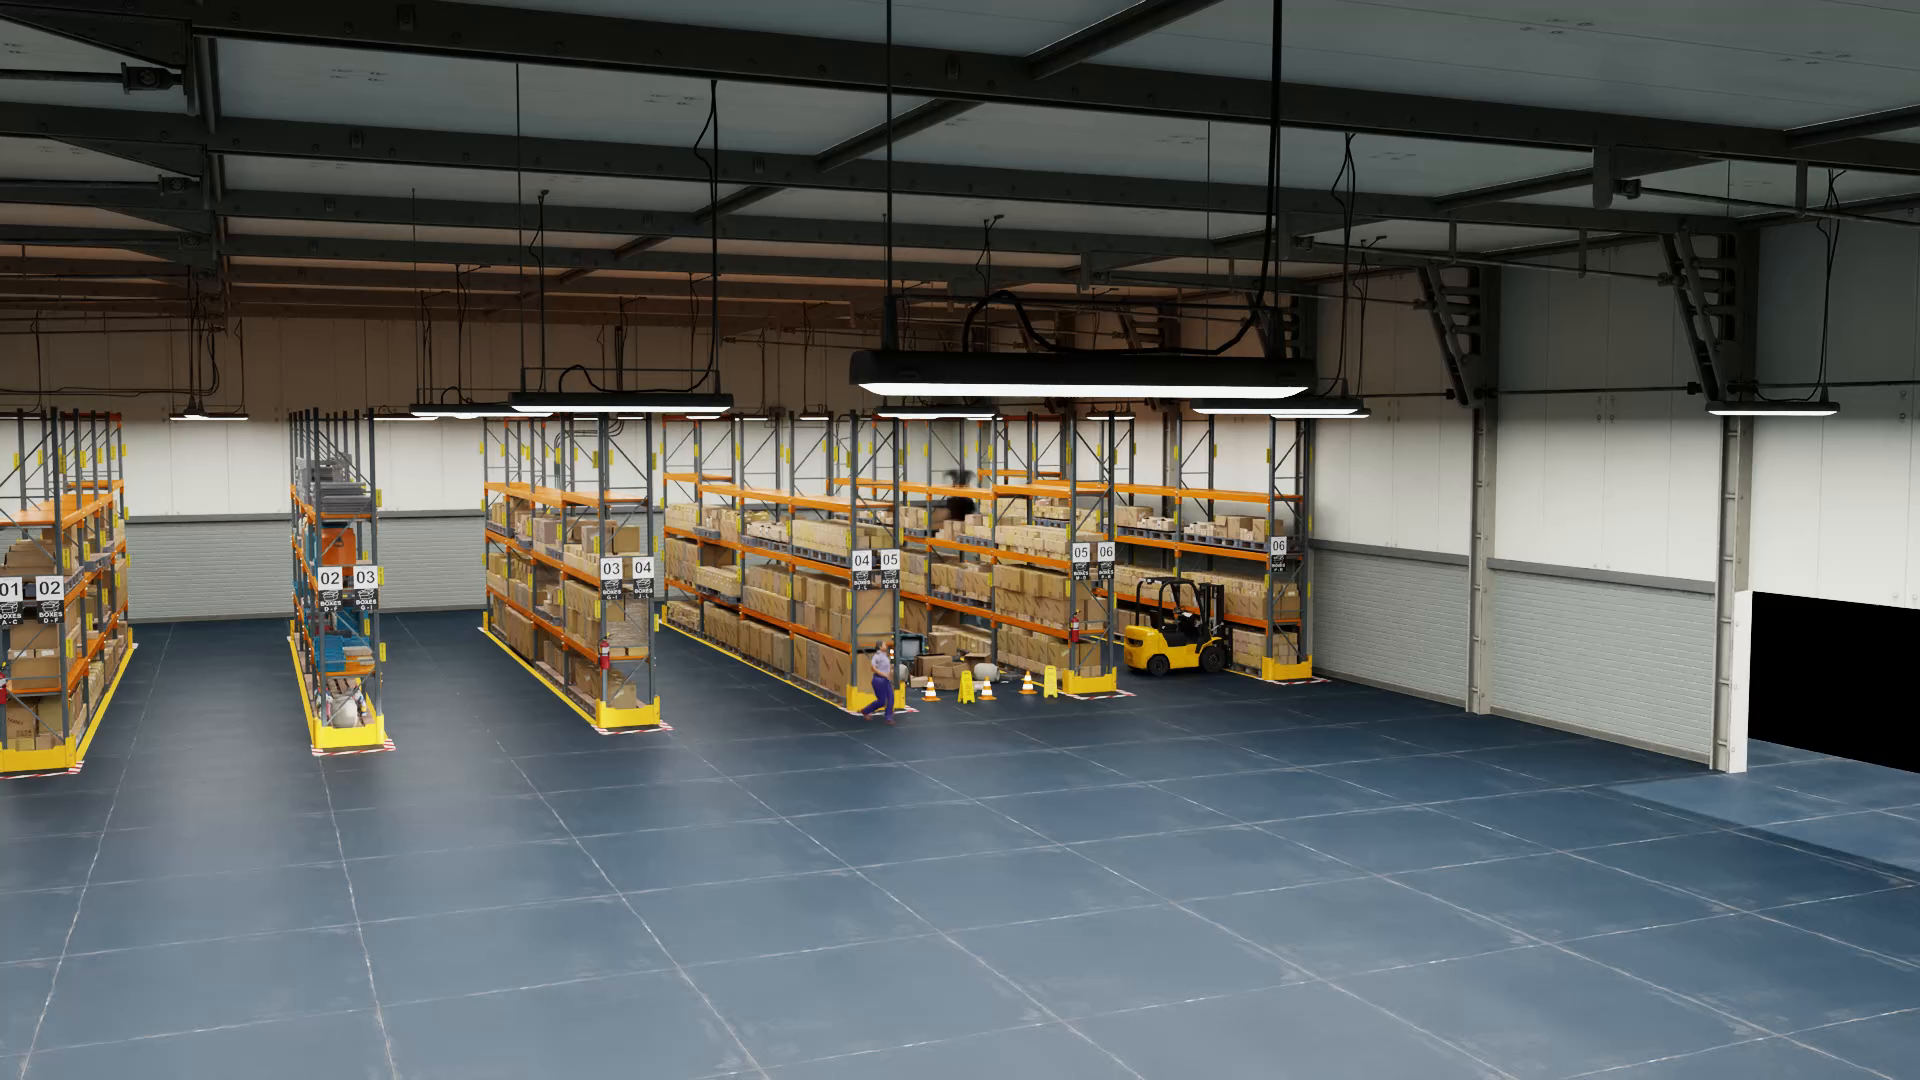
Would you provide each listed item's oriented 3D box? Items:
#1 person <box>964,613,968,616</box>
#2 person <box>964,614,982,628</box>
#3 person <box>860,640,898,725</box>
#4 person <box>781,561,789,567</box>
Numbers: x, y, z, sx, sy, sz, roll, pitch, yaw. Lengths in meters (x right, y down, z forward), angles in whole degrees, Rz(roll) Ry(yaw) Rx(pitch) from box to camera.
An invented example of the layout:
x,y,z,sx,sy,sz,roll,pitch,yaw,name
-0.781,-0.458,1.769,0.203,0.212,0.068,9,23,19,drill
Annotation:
x,y,z,sx,sy,sz,roll,pitch,yaw,name
0.042,1.453,48.703,0.680,1.736,0.637,3,5,33,person
0.236,1.656,45.501,0.717,1.724,0.987,-3,5,-35,person
-1.534,2.720,31.590,0.742,1.665,0.654,1,4,11,person
-5.247,1.392,50.352,0.888,1.642,0.595,-3,5,-33,person
